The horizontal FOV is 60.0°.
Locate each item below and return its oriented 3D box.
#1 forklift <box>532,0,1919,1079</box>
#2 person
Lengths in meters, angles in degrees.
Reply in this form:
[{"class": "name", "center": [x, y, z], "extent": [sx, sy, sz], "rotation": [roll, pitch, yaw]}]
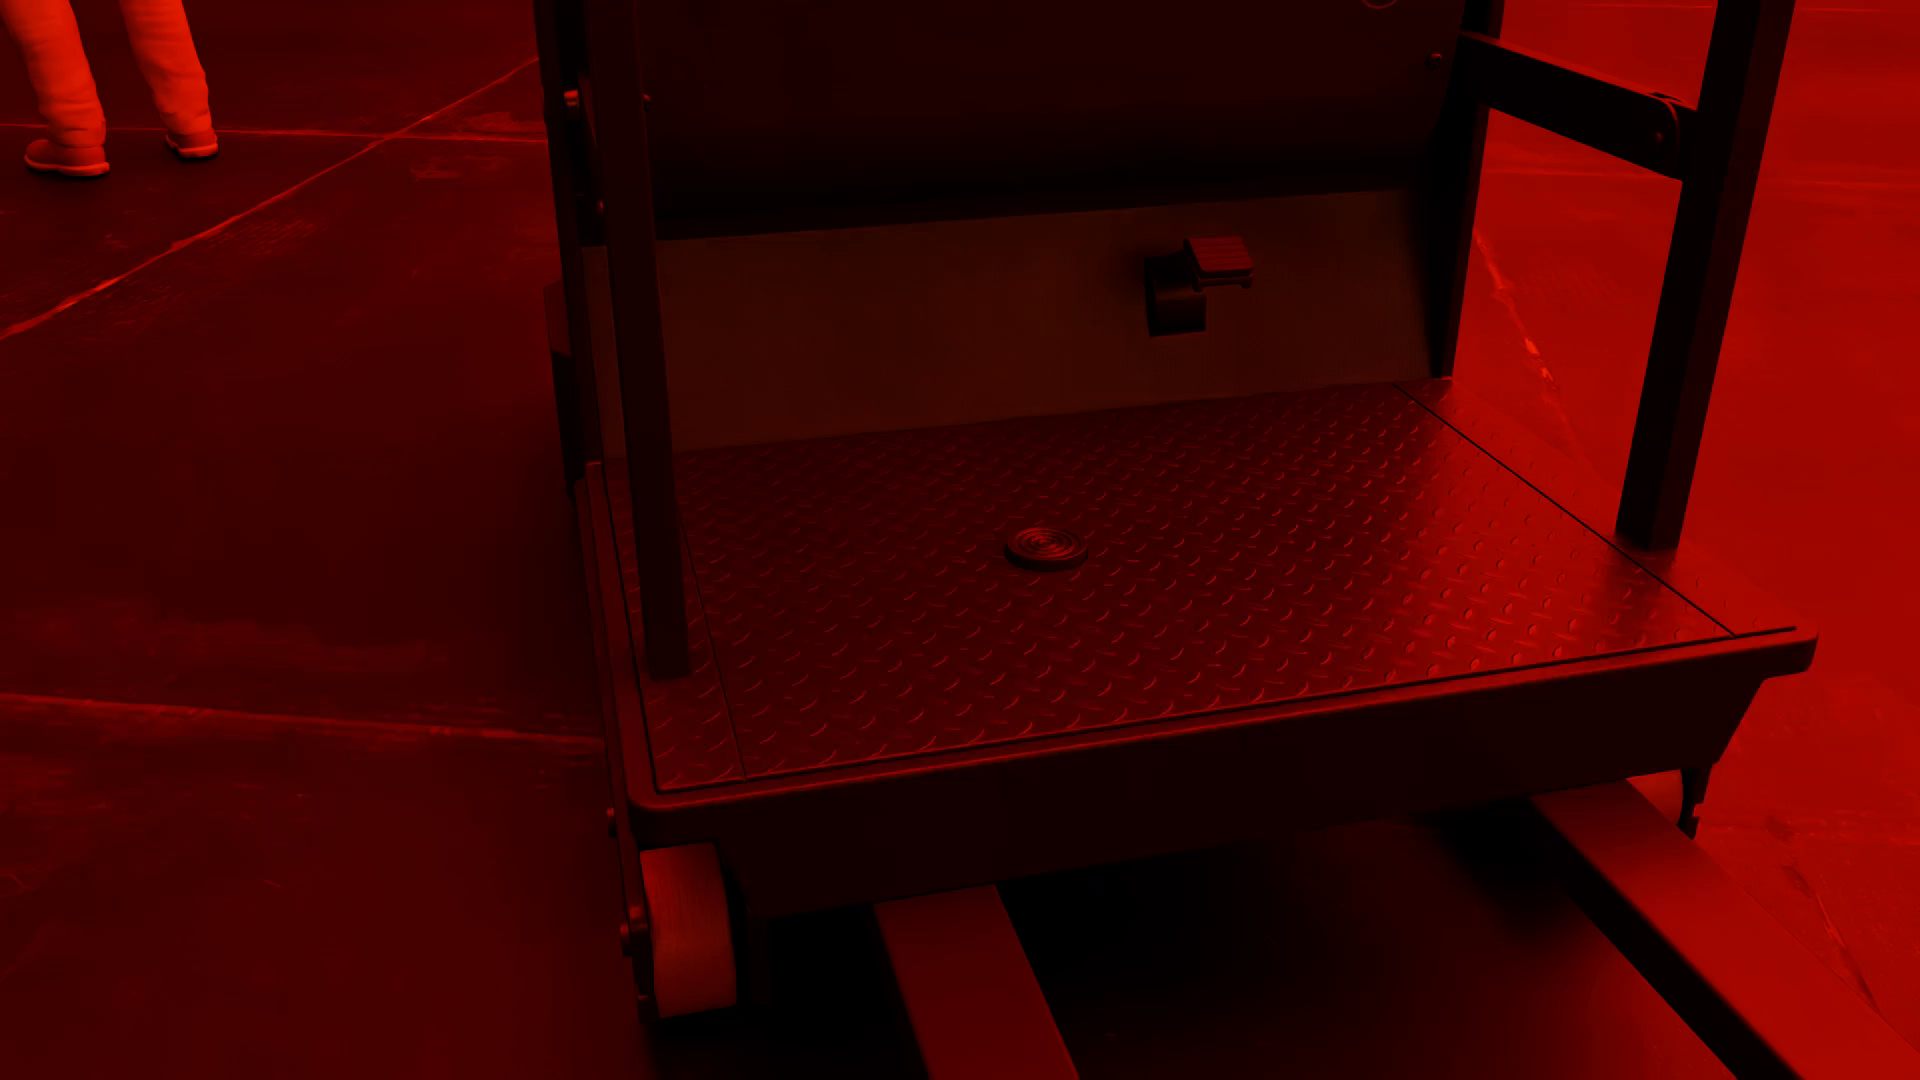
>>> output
[{"class": "forklift", "center": [0.153, -1.049, 1.319], "extent": [1.130, 2.935, 3.031], "rotation": [-7, 27, -13]}, {"class": "person", "center": [-2.288, -1.811, 4.171], "extent": [0.443, 1.747, 0.599], "rotation": [23, 35, 38]}]
